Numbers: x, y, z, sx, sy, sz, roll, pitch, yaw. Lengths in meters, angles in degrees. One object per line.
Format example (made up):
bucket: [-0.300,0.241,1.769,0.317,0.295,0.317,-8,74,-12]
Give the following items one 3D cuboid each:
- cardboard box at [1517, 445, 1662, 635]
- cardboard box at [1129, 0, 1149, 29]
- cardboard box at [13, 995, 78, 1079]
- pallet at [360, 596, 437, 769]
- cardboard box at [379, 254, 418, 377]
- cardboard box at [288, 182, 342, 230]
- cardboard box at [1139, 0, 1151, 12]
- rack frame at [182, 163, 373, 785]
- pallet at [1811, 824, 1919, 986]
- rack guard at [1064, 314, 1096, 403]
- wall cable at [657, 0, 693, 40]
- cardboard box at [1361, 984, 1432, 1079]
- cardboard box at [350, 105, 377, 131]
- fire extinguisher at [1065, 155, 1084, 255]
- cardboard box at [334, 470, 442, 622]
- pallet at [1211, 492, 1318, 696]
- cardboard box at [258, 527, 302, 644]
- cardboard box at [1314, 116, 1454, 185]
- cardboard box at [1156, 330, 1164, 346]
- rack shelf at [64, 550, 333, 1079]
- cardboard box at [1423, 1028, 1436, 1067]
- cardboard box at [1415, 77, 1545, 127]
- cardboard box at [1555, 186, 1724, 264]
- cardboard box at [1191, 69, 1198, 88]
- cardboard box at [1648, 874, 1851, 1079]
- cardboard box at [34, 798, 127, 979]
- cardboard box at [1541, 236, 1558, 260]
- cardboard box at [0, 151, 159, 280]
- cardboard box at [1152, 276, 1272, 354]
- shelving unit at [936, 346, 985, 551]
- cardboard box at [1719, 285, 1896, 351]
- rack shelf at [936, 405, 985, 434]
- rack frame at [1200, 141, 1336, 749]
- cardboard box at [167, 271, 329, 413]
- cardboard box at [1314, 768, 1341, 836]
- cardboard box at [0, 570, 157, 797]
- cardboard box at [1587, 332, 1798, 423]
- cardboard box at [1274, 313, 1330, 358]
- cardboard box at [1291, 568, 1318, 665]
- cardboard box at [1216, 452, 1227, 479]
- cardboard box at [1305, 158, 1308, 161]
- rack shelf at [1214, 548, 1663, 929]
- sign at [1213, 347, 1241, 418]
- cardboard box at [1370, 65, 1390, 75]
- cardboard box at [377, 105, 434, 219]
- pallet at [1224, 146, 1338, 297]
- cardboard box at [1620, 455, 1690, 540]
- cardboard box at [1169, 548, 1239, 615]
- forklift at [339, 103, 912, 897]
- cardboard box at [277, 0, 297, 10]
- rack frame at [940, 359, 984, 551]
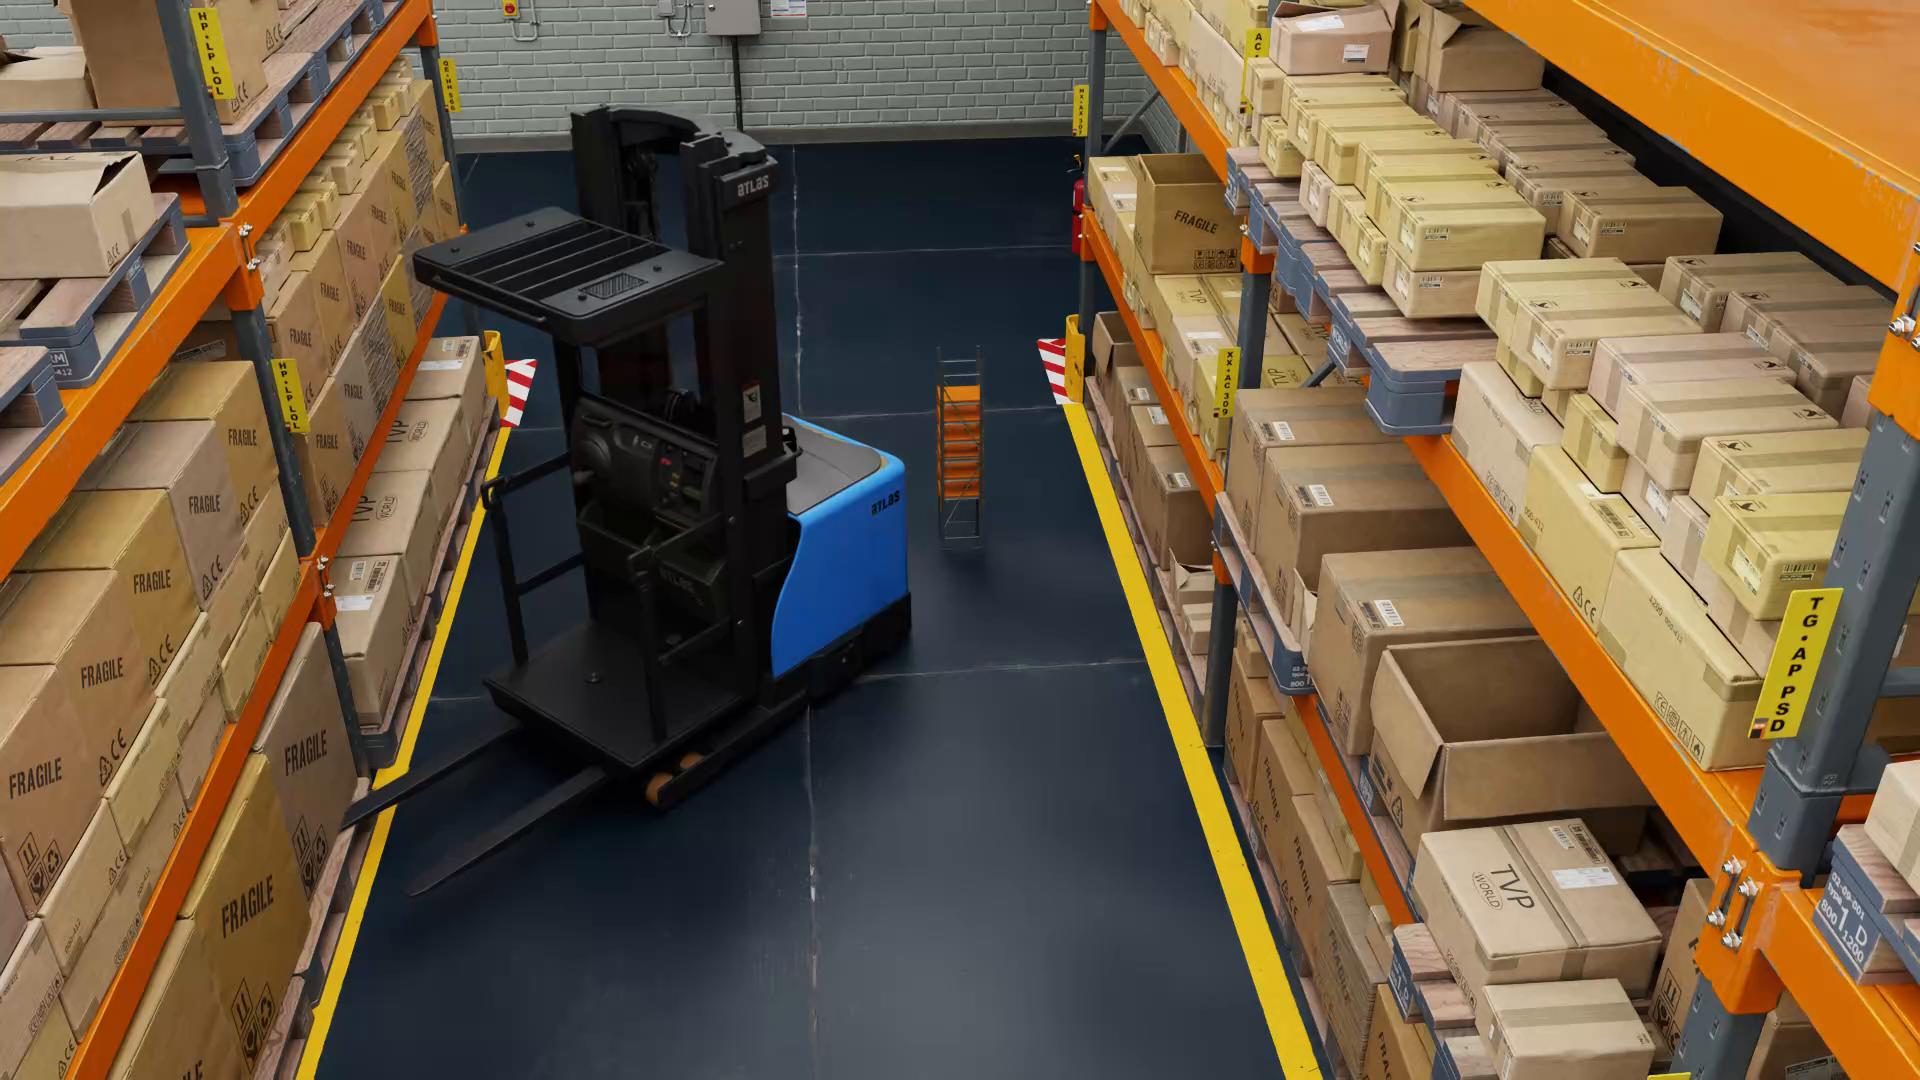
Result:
cardboard box: [1.719,-0.018,4.076,0.500,0.250,0.500,-3,31,-4]
cardboard box: [1.117,-2.848,8.913,0.380,0.149,0.250,-3,31,-5]
cardboard box: [-2.746,1.493,4.471,0.500,0.250,0.500,-4,31,-6]
pallet: [-3.252,0.715,8.347,1.003,0.211,1.213,-3,31,-5]
cardboard box: [-3.173,-1.160,8.669,0.500,0.500,0.500,-2,31,-3]
cardboard box: [-3.094,-1.540,7.698,0.380,0.149,0.250,-4,31,-6]
cardboard box: [1.181,-2.963,8.717,0.500,0.250,0.500,-4,31,-6]
rack frame: [-3.259,-0.090,6.976,1.000,3.000,0.127,-3,31,-5]
pallet: [2.209,0.848,2.664,1.213,0.211,1.003,-1,31,-2]
rack guard: [1.316,-1.260,11.372,1.175,0.500,0.348,-3,31,-5]
wall cable: [-2.772,-5.520,15.076,0.588,1.984,0.122,-3,31,-5]
cardboard box: [1.715,1.877,5.711,0.500,0.500,0.500,-1,31,-2]
cardboard box: [-3.308,-2.186,8.779,0.380,0.149,0.250,-3,31,-5]
fire extinguisher: [0.835,-2.232,11.000,0.296,0.674,0.183,-3,31,-5]
cardboard box: [-3.295,0.047,8.836,0.875,0.438,0.875,-4,31,-6]
pallet: [1.648,0.166,6.735,1.003,0.211,1.213,-3,31,-5]
cardboard box: [-2.966,0.191,6.651,0.500,0.250,0.500,-3,31,-6]
cardboard box: [1.401,-1.293,5.512,0.380,0.149,0.250,-3,31,-5]
cardboard box: [1.275,-1.161,9.014,0.380,0.149,0.250,-3,31,-5]
rack shelf: [-3.072,1.240,5.451,1.077,0.370,4.000,-3,31,-5]
cardboard box: [1.741,1.675,5.416,0.380,0.149,0.250,-2,31,-3]
cardboard box: [1.873,-1.583,5.998,0.380,0.149,0.250,-3,31,-4]
cardboard box: [1.997,-0.928,4.900,0.380,0.149,0.250,-2,31,-3]
cardboard box: [1.304,-2.205,7.837,0.380,0.149,0.250,-2,31,-3]
cardboard box: [2.164,1.219,4.277,0.500,0.500,0.500,-1,31,-2]
cardboard box: [-2.768,1.012,4.789,0.500,0.250,0.500,-3,31,-5]
cardboard box: [1.991,-0.923,5.183,0.380,0.149,0.250,-3,31,-4]
cardboard box: [-2.968,-1.080,5.385,0.500,0.311,0.500,-3,31,-5]
cardboard box: [1.297,-1.152,8.609,0.500,0.250,0.500,-3,31,-5]
shelving unit: [0.001,-0.508,9.430,0.258,1.200,0.189,-3,31,-5]
cardboard box: [2.192,-0.531,4.257,0.380,0.149,0.250,-3,31,-5]
rack shelf: [0.001,-0.676,9.330,0.258,0.103,0.180,-3,31,-5]
rack frame: [1.682,-0.330,7.377,1.000,3.000,0.127,-3,31,-5]
cardboard box: [-3.063,-0.817,7.120,0.500,0.500,0.500,-3,31,-4]
cardboard box: [1.615,1.017,6.517,0.380,0.149,0.250,-3,31,-5]
cardboard box: [-2.821,0.441,5.014,0.500,0.500,0.500,-2,31,-4]
cardboard box: [1.753,-0.376,3.996,0.380,0.149,0.250,-3,31,-5]
cardboard box: [1.851,-0.915,8.212,0.500,0.250,0.500,-3,31,-5]
cardboard box: [1.430,0.275,6.086,0.396,0.266,0.258,-1,31,-2]
cardboard box: [1.401,-0.373,7.694,0.380,0.149,0.250,-2,31,-4]
cardboard box: [1.425,-1.303,5.819,0.380,0.149,0.250,-2,31,-4]
rack shelf: [1.869,1.000,5.852,1.077,0.370,4.000,-3,31,-5]
sign: [1.143,-0.672,7.105,0.100,0.325,0.005,-3,31,-5]
cardboard box: [1.918,-1.953,7.025,0.500,0.250,0.500,-3,31,-6]
cardboard box: [-3.273,-2.104,9.275,0.500,0.500,0.500,-3,31,-4]
pallet: [1.673,-1.201,6.093,1.213,0.211,1.003,-3,31,-5]
cardboard box: [1.779,-0.120,3.859,0.380,0.149,0.250,-2,31,-3]
cardboard box: [1.305,0.211,8.728,0.396,0.266,0.258,-2,31,-3]
forklift: [-1.574,-0.307,7.406,1.130,2.935,3.031,23,38,33]
cardboard box: [-3.543,-2.838,8.232,0.500,0.311,0.500,-2,31,-4]
rack frame: [0.010,-0.461,9.352,0.240,1.200,0.006,-3,31,-5]
